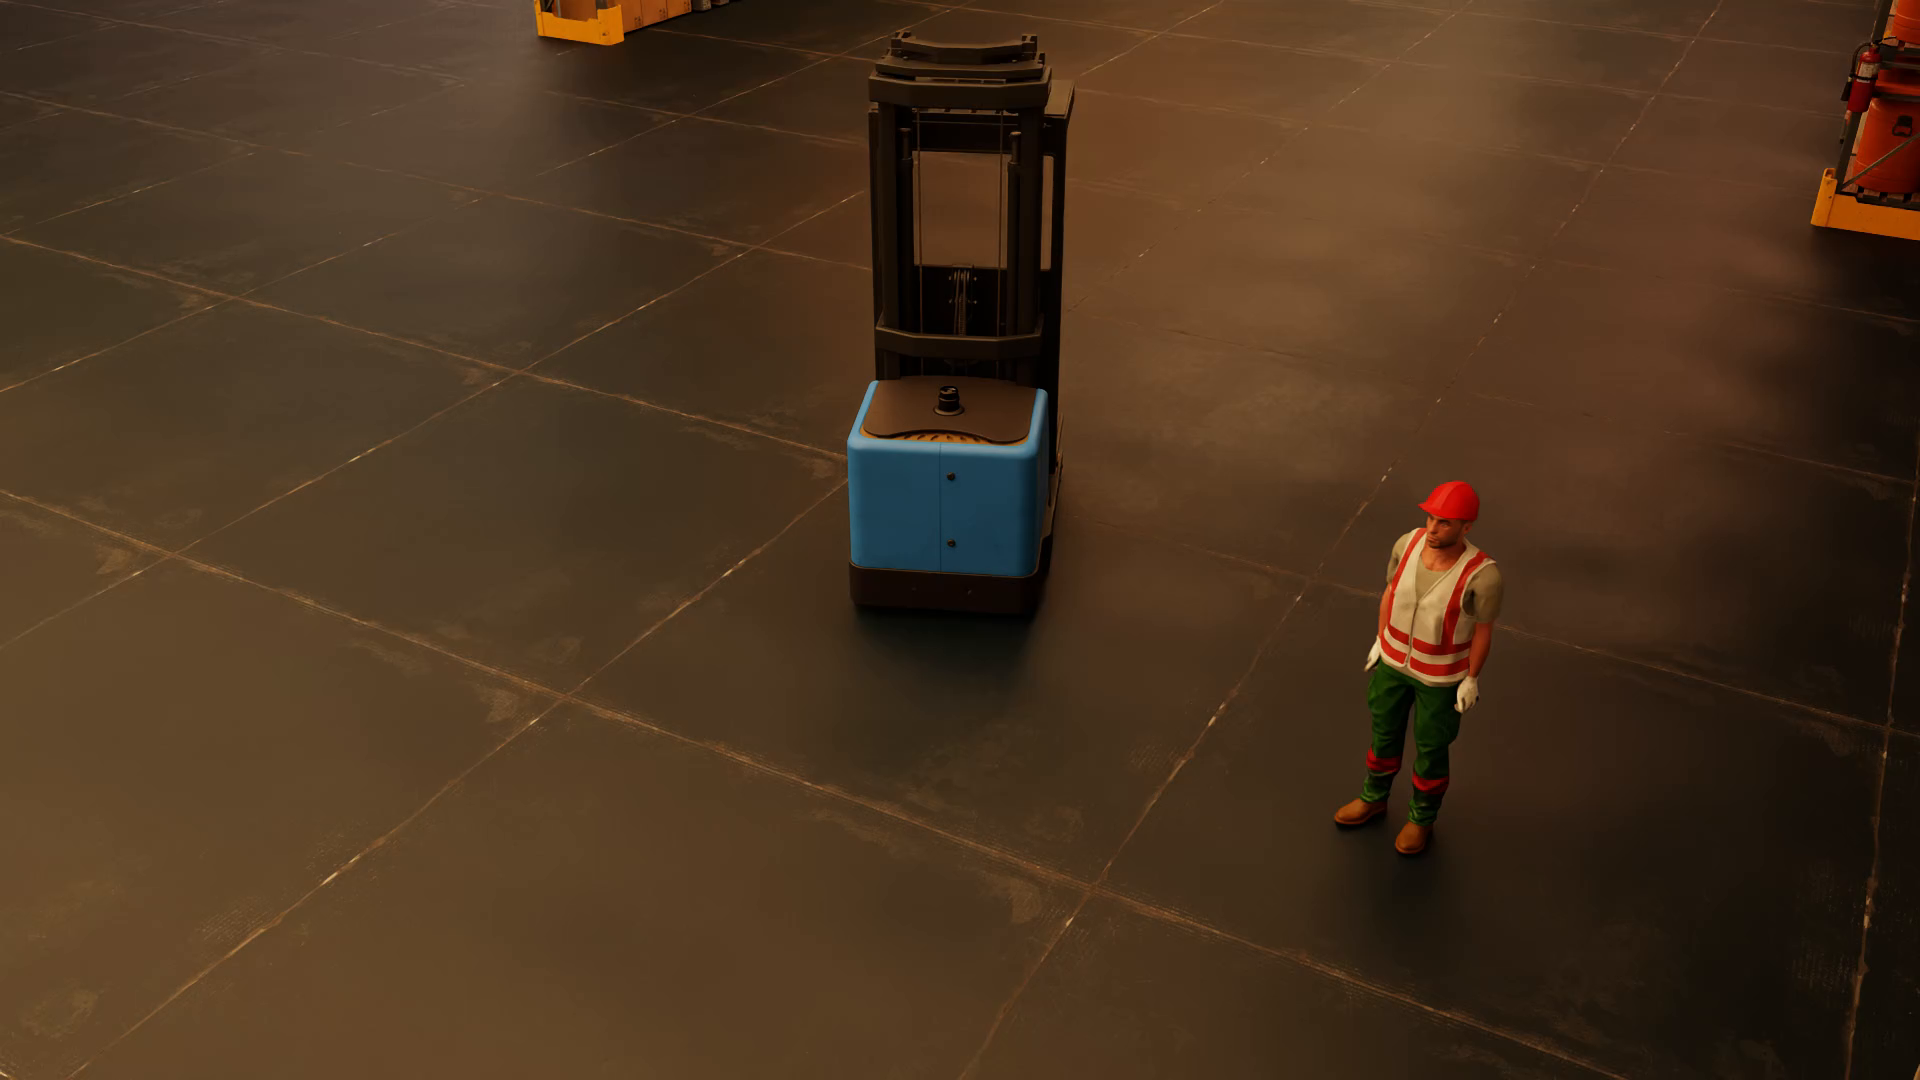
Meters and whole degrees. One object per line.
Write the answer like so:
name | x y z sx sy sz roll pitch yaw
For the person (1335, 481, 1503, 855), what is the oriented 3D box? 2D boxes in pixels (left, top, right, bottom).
person | 2.011 0.557 7.247 0.530 1.796 0.359 25 38 36

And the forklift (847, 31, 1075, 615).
forklift | 0.072 -1.572 9.794 1.130 2.935 3.031 3 30 6
